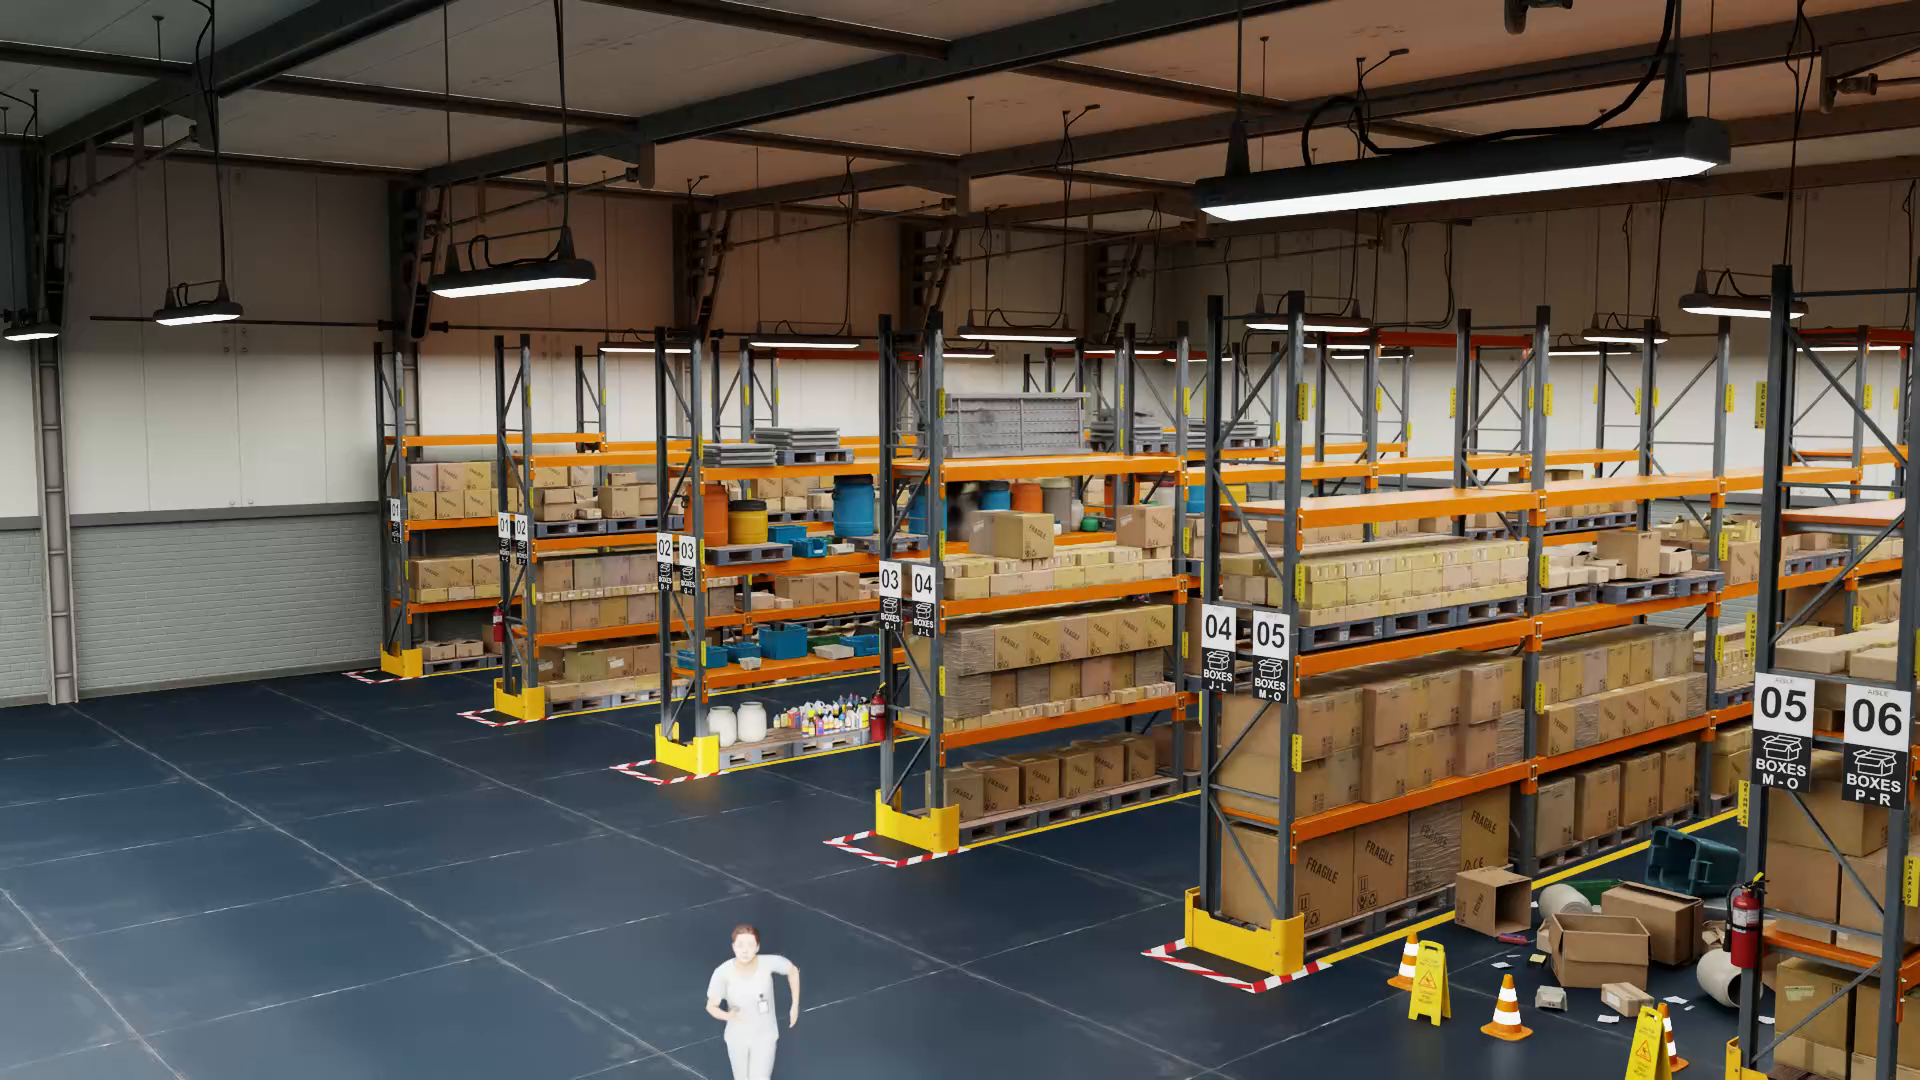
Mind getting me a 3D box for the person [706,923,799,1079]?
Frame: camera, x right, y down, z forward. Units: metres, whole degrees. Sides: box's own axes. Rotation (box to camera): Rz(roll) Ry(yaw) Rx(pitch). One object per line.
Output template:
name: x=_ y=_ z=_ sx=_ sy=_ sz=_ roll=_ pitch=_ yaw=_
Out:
person: x=-1.371 y=3.334 z=11.031 sx=0.587 sy=1.681 sz=0.798 roll=0 pitch=5 yaw=-1
